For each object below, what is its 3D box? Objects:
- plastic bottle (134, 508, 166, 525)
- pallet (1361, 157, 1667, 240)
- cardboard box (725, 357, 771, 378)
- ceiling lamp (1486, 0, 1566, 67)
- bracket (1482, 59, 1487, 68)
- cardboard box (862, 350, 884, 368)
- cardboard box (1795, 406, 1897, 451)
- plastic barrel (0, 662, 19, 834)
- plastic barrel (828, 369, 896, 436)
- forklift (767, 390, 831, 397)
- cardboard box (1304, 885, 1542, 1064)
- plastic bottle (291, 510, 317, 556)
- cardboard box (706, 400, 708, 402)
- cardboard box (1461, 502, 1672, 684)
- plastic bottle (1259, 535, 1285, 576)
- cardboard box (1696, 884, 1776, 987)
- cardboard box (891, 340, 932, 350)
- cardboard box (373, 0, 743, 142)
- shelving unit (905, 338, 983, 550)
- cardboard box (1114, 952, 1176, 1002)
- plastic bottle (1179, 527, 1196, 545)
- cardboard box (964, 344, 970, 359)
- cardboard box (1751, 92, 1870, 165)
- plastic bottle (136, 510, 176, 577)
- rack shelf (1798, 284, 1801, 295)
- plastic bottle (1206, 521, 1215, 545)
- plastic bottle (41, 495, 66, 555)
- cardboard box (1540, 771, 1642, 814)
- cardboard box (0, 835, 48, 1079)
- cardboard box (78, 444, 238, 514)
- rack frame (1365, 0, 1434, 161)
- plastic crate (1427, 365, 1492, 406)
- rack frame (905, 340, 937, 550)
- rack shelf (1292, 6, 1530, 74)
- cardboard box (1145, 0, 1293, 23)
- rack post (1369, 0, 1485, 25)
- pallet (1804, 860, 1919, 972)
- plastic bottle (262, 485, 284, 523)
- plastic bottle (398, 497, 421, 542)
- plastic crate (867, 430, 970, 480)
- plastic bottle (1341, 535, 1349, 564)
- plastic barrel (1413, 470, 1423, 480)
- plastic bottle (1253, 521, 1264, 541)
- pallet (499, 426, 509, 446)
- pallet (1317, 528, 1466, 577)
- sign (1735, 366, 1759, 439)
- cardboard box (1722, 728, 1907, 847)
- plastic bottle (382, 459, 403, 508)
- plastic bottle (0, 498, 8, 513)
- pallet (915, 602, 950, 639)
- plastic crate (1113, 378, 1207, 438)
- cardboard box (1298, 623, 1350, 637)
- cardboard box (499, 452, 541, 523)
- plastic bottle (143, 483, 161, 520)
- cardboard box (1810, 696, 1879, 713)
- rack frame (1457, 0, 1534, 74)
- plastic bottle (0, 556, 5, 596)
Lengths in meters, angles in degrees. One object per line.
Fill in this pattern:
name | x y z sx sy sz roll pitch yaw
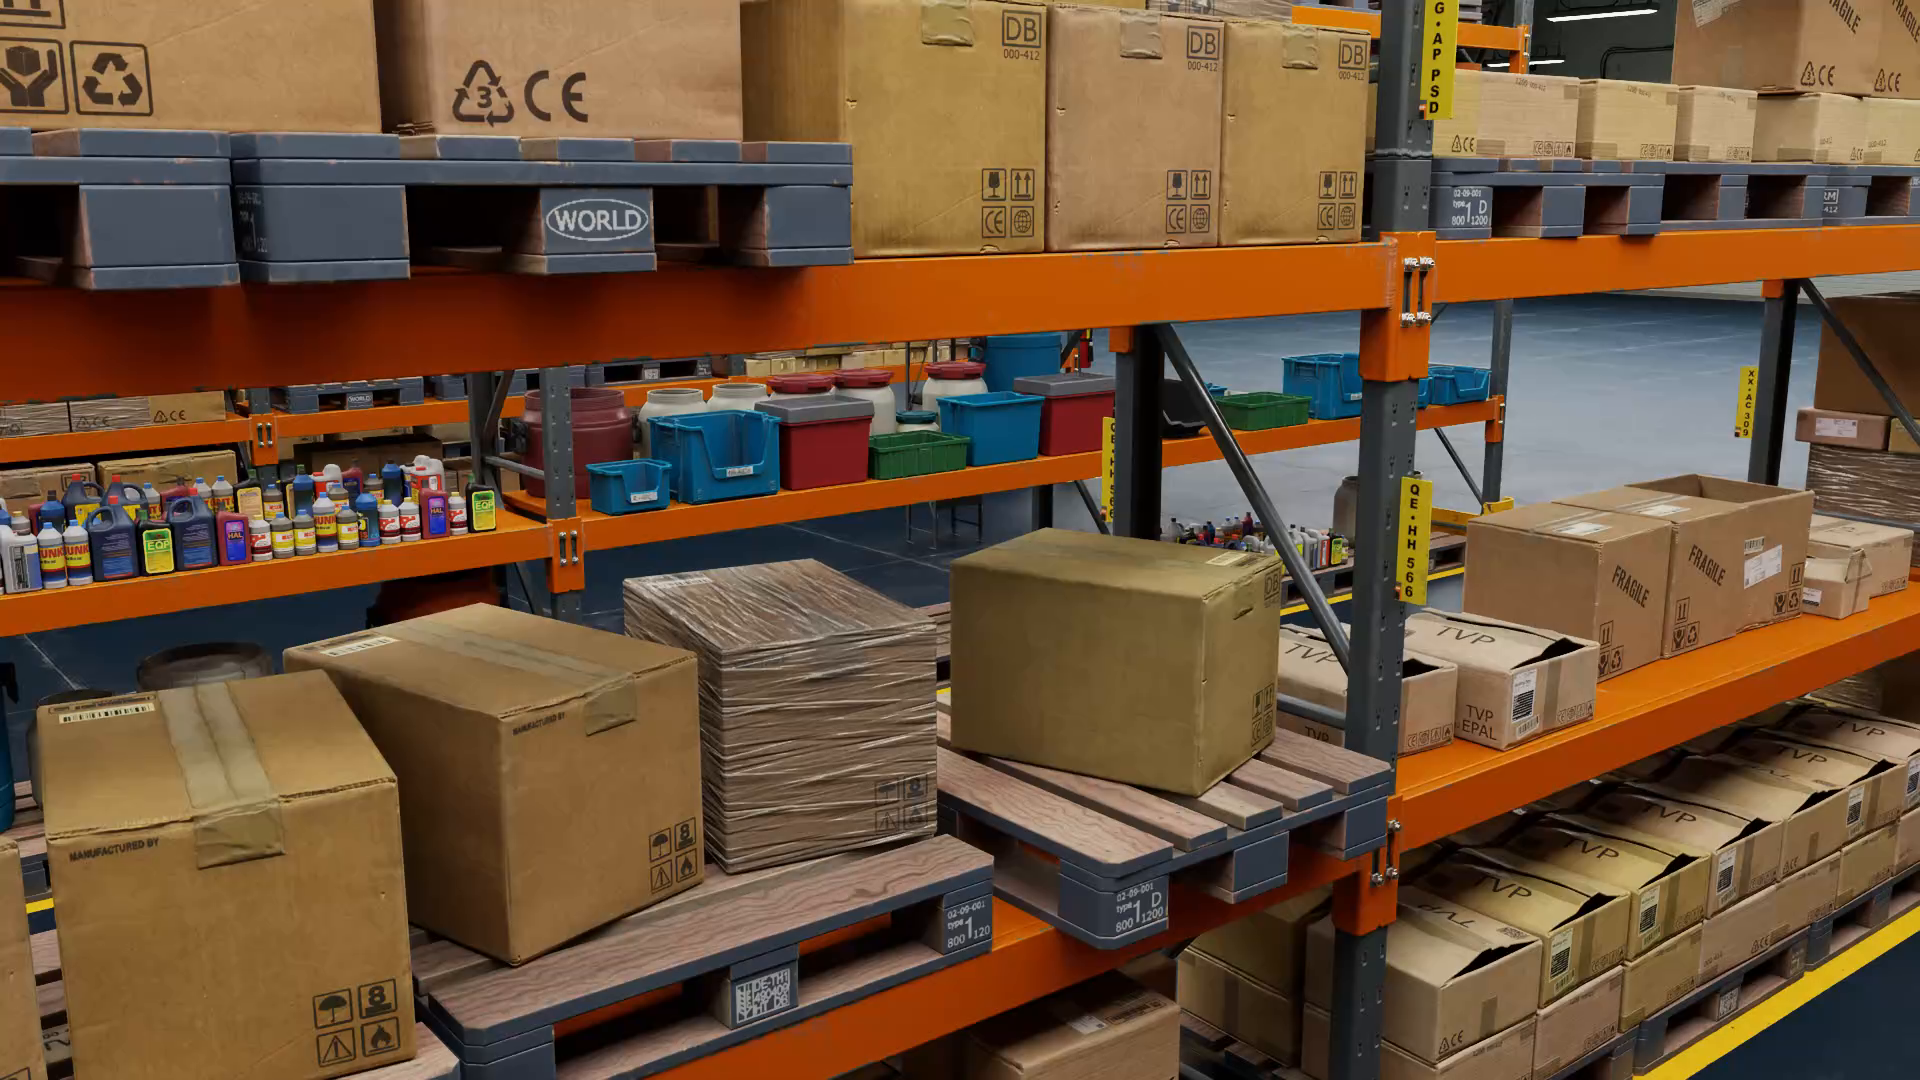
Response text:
plastic bottle | -3.497 -0.001 7.193 0.133 0.283 0.061 -9 15 -38
pallet | 1.296 -1.033 5.006 1.003 0.211 1.213 -9 15 -35
cardboard box | -1.884 -1.538 14.756 0.250 0.149 0.380 -9 15 -38
ceiling lamp | 13.858 -13.080 40.008 0.800 3.185 2.000 -9 15 -38
bracket | 14.454 -13.253 46.212 0.430 0.232 0.235 -9 15 -38
cardboard box | -0.923 -1.704 15.538 0.250 0.149 0.380 -9 15 -38
cardboard box | 4.024 -0.511 7.511 0.250 0.149 0.380 -9 15 -38
plastic barrel | -4.404 0.821 7.083 0.708 0.901 0.600 -9 15 -38
plastic barrel | -0.603 -0.761 10.165 0.433 0.535 0.433 0 12 0
forklift | -2.422 -2.276 17.789 3.031 2.935 1.130 -8 15 -34
cardboard box | 1.415 1.289 5.094 0.500 0.311 0.500 -9 15 -36
plastic bottle | -2.980 -0.036 7.553 0.097 0.201 0.097 0 12 0
cardboard box | -3.310 -1.971 20.296 0.875 0.875 0.875 -10 15 -39
cardboard box | 2.122 0.175 5.842 0.500 0.500 0.500 -11 16 -41
plastic bottle | 2.223 0.085 11.826 0.185 0.351 0.144 -10 15 -38
cardboard box | 2.610 1.363 6.096 0.500 0.250 0.500 -9 15 -37
cardboard box | -0.694 -2.123 15.950 0.500 0.500 0.875 -9 15 -38
cardboard box | -0.822 -1.034 3.063 0.600 0.600 0.600 -10 16 -40
shelving unit | -0.129 -1.006 13.810 0.503 2.100 0.431 -9 15 -38
cardboard box | 0.288 1.465 4.969 0.500 0.500 0.500 -9 15 -35
plastic bottle | 1.663 0.051 12.147 0.133 0.283 0.061 -9 15 -38
cardboard box | 0.005 -1.879 16.360 0.250 0.149 0.380 -9 15 -38
cardboard box | 3.032 -1.524 6.213 0.500 0.250 0.500 -11 17 -43
plastic bottle | -3.459 0.009 7.147 0.133 0.283 0.061 -9 15 -38
rack shelf | 5.508 -1.450 8.244 4.000 0.370 1.077 -9 15 -38
plastic bottle | 1.863 -0.010 12.463 0.097 0.271 0.097 0 12 0
plastic bottle | -4.106 -0.068 7.540 0.097 0.271 0.097 0 12 0
cardboard box | 2.268 1.003 6.440 0.500 0.311 0.500 -9 15 -36
cardboard box | -1.791 0.684 2.435 0.700 0.500 0.500 7 14 31
cardboard box | -5.915 -0.243 12.155 0.875 0.875 1.225 -10 16 -40
rack frame | 0.822 -2.490 4.192 0.127 3.000 1.000 -9 15 -38
plastic crate | 3.774 -1.211 12.970 0.616 0.251 0.499 -9 15 -38
rack frame | -0.320 -0.974 13.660 0.015 2.100 0.400 -9 15 -38
rack shelf | 2.416 -3.525 11.760 4.000 0.370 1.077 -9 15 -38
cardboard box | 0.478 -1.505 4.127 0.500 0.500 0.500 -9 15 -38
rack post | 3.308 -4.010 12.553 0.954 0.300 0.937 -8 14 -32
pallet | 3.395 1.391 7.069 1.213 0.211 1.003 -9 15 -38
plastic bottle | -3.382 -0.171 8.189 0.097 0.201 0.097 0 12 0
plastic bottle | -2.600 -0.099 7.851 0.097 0.201 0.097 0 12 0
plastic crate | -0.329 -0.503 9.787 0.662 0.188 0.450 -9 15 -38
plastic bottle | 2.818 0.065 12.277 0.097 0.201 0.097 0 12 0
plastic barrel | 3.512 -0.288 13.243 0.421 0.512 0.421 0 12 0
plastic bottle | 2.286 -0.046 12.801 0.097 0.201 0.097 0 12 0
pallet | -4.617 -1.221 19.373 1.213 0.211 1.003 -9 15 -38
pallet | 3.310 0.088 13.204 1.213 0.211 1.003 -9 15 -38
sign | 3.598 -0.627 7.584 0.005 0.325 0.100 -9 15 -38
cardboard box | 3.406 0.958 6.654 0.500 0.311 0.500 -9 15 -36
plastic bottle | -2.917 -0.282 8.546 0.097 0.271 0.097 0 12 0
plastic bottle | -4.321 -0.044 7.412 0.135 0.276 0.152 -9 15 -38
pallet | 0.265 0.594 10.825 1.213 0.211 1.003 -9 15 -38
plastic crate | 1.343 -0.896 11.274 0.504 0.338 0.767 -9 15 -38
cardboard box | 1.352 0.406 5.601 0.250 0.149 0.380 -9 15 -38
cardboard box | -3.554 -0.467 14.064 0.500 0.500 0.700 -11 16 -42
plastic bottle | -3.818 -0.132 7.841 0.097 0.271 0.097 0 12 0
cardboard box | 4.568 0.906 8.249 0.500 0.250 0.500 -9 15 -38
rack frame | 3.978 -4.332 12.866 0.127 3.000 1.000 -9 15 -38
plastic bottle | -3.962 0.128 6.784 0.097 0.201 0.097 0 12 0
